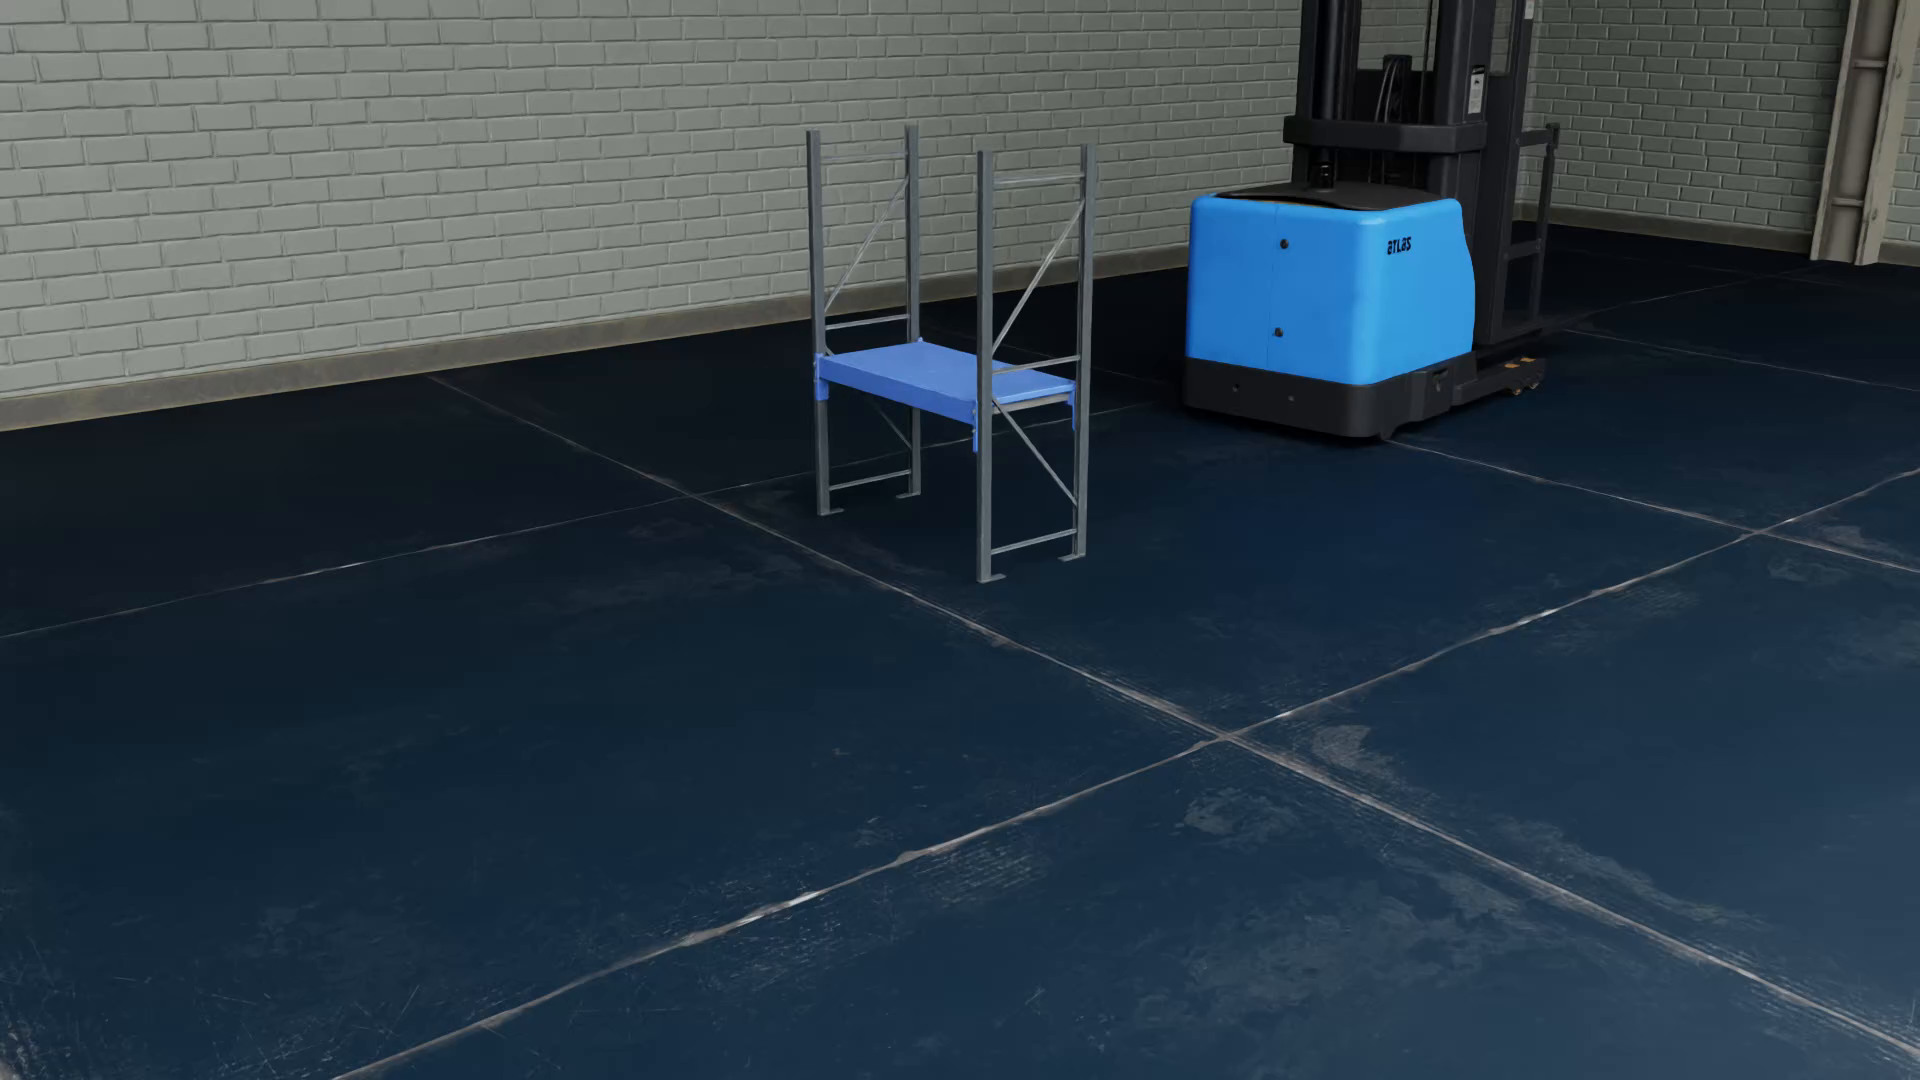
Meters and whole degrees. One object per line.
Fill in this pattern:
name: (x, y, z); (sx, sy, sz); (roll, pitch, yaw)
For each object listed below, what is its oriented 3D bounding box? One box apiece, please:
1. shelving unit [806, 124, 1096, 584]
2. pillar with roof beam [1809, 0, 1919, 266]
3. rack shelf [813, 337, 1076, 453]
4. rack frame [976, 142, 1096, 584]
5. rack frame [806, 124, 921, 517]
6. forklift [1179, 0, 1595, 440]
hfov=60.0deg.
shelving unit: (-0.053, -0.733, 6.190); (0.538, 1.500, 1.048); (-14, 23, -36)
pillar with roof beam: (3.492, -5.602, 8.966); (9.100, 9.000, 0.400); (-14, 23, -36)
rack shelf: (-0.053, -0.562, 6.247); (0.538, 0.185, 1.000); (-14, 23, -36)
rack frame: (0.263, -0.608, 5.812); (0.500, 1.500, 0.032); (-14, 23, -36)
rack frame: (-0.369, -0.858, 6.568); (0.500, 1.500, 0.032); (-14, 23, -36)
forklift: (2.440, -2.237, 8.454); (1.130, 2.935, 3.031); (16, 24, 40)
